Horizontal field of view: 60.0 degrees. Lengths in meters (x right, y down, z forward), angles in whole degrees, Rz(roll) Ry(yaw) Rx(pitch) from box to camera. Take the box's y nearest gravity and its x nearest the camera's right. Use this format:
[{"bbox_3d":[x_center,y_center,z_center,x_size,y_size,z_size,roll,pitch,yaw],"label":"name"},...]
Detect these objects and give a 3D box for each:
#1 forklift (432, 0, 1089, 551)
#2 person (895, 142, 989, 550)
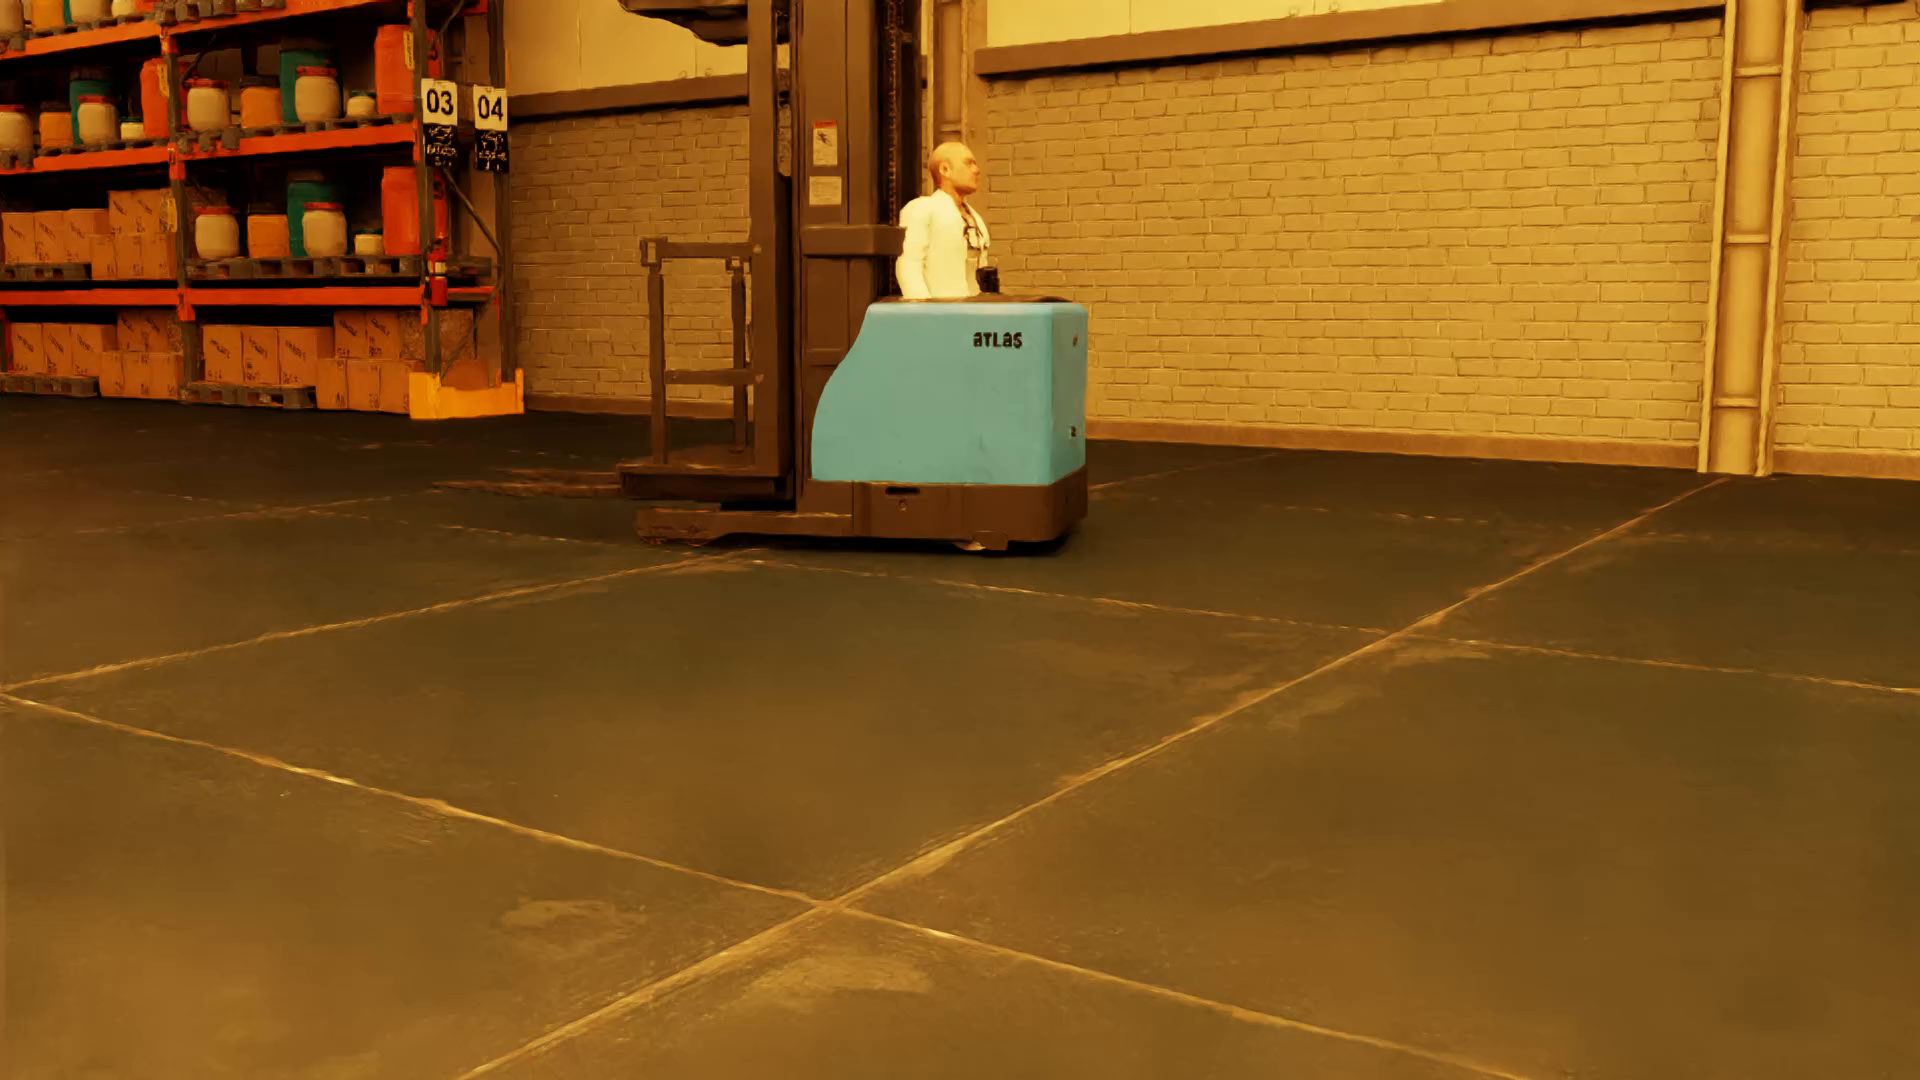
[{"bbox_3d":[-0.963,-1.492,7.683,3.031,2.935,1.130,2,8,14],"label":"forklift"},{"bbox_3d":[0.073,-0.880,7.423,0.579,1.776,0.694,5,10,34],"label":"person"}]
